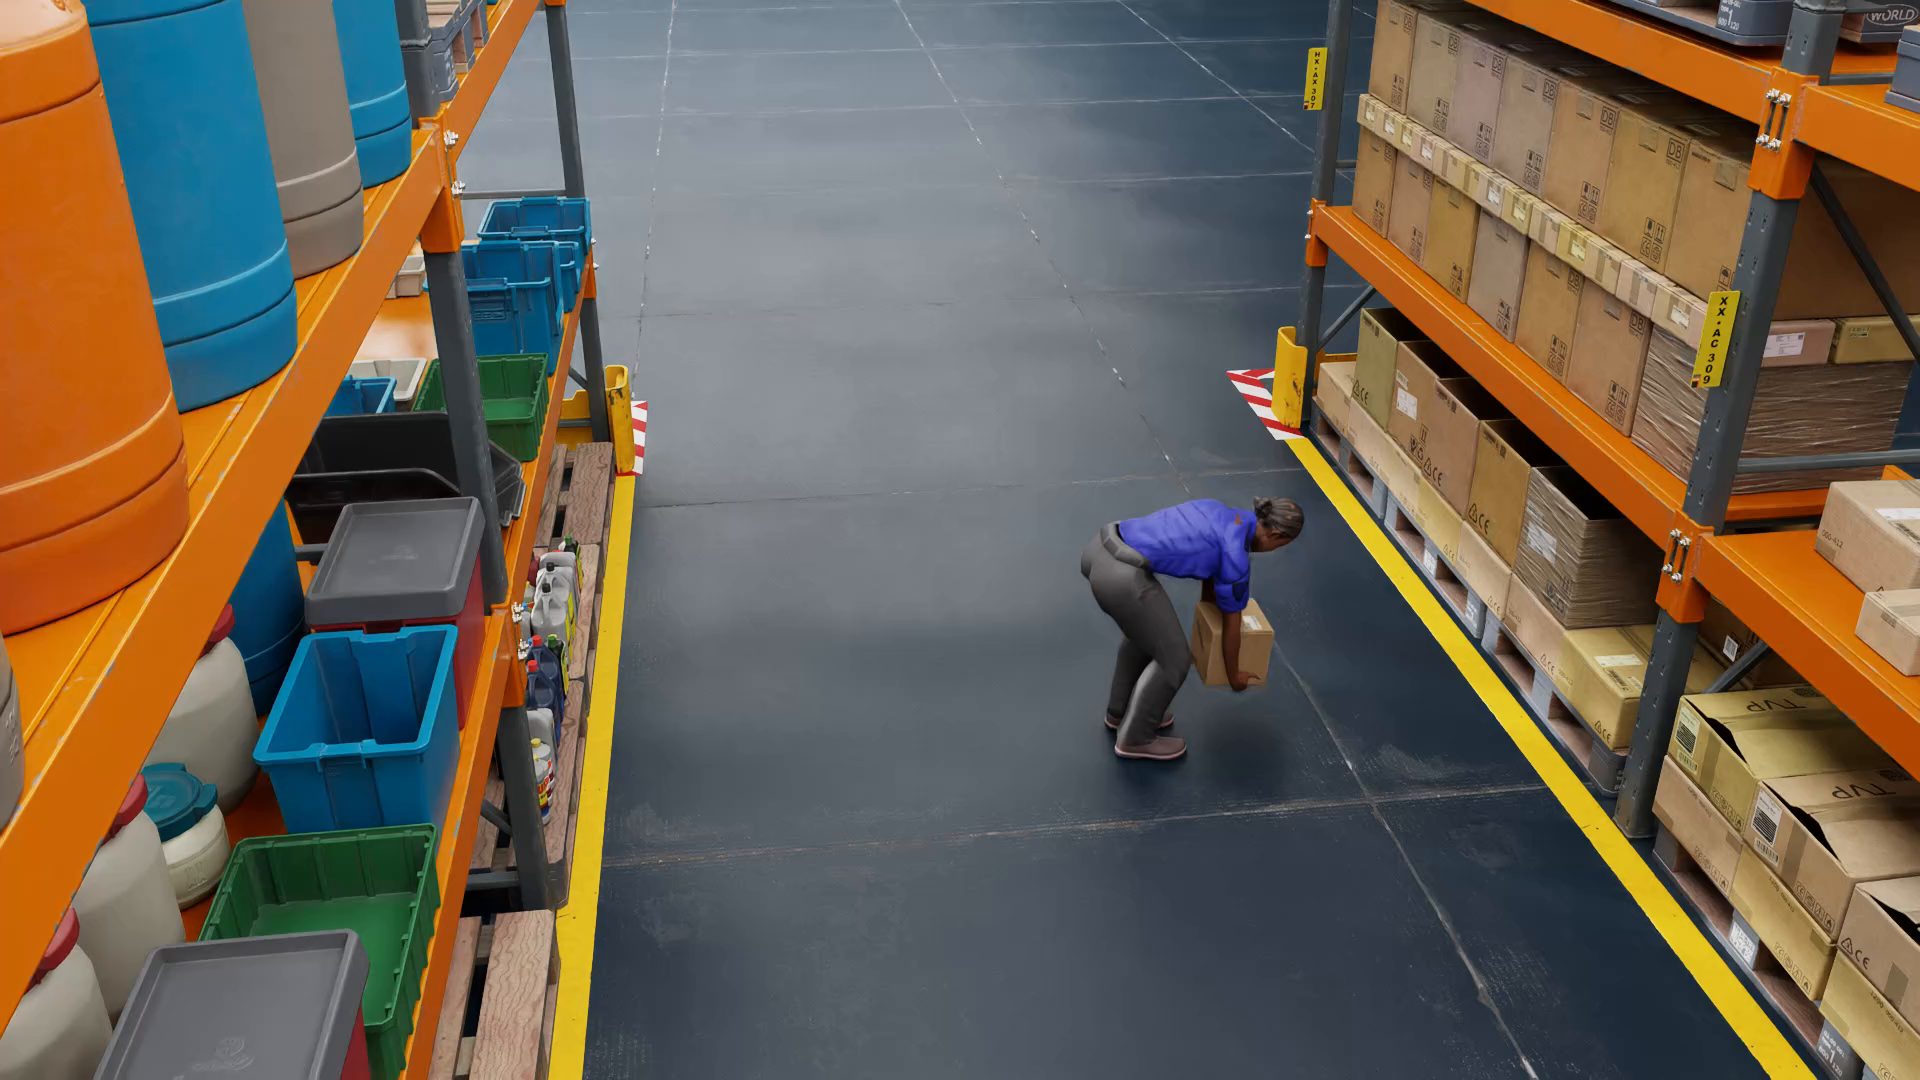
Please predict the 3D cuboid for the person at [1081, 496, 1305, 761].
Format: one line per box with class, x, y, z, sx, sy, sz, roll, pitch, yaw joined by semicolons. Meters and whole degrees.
person;0.910;0.332;6.625;0.872;1.072;0.409;-5;28;-9
